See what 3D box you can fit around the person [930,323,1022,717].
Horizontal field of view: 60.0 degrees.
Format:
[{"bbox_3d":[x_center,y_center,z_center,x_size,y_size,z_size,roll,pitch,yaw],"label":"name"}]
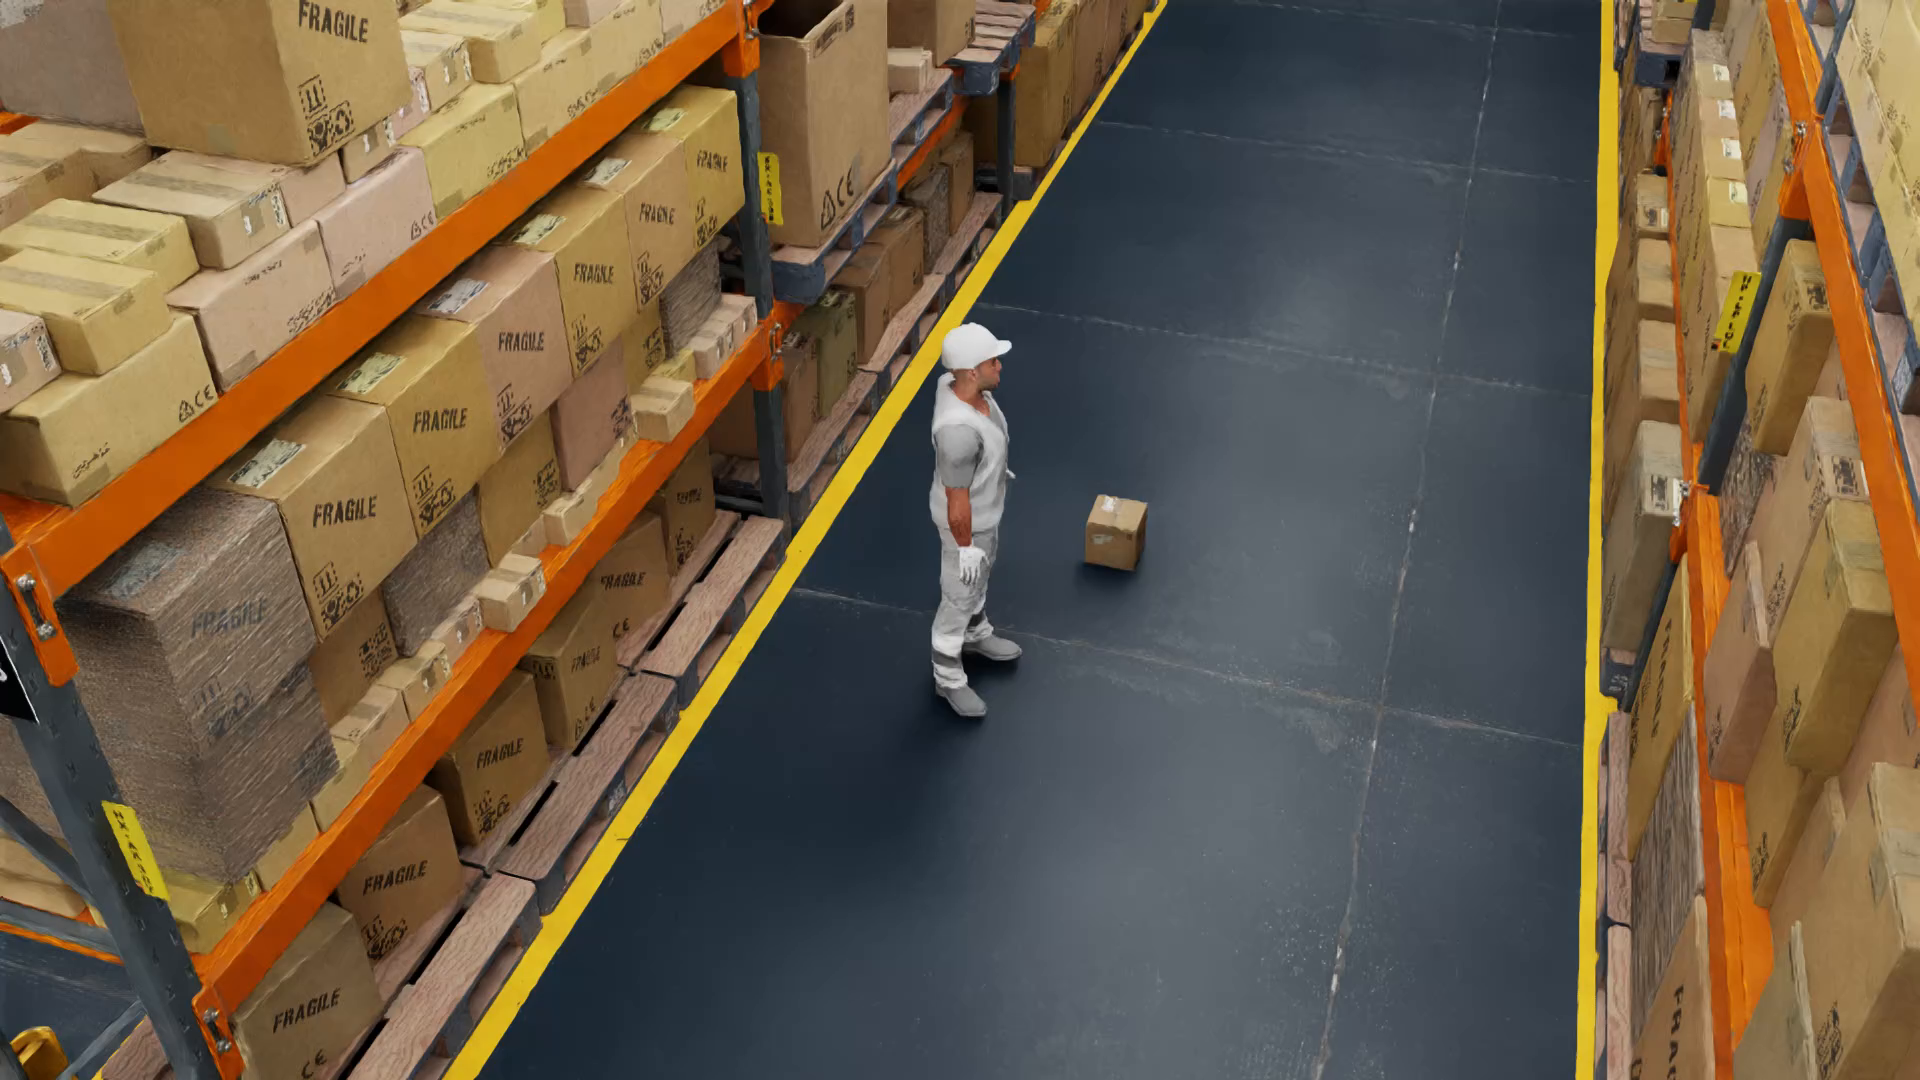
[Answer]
[{"bbox_3d":[0.073,-0.127,6.985,0.393,1.800,0.668,4,37,6],"label":"person"}]
